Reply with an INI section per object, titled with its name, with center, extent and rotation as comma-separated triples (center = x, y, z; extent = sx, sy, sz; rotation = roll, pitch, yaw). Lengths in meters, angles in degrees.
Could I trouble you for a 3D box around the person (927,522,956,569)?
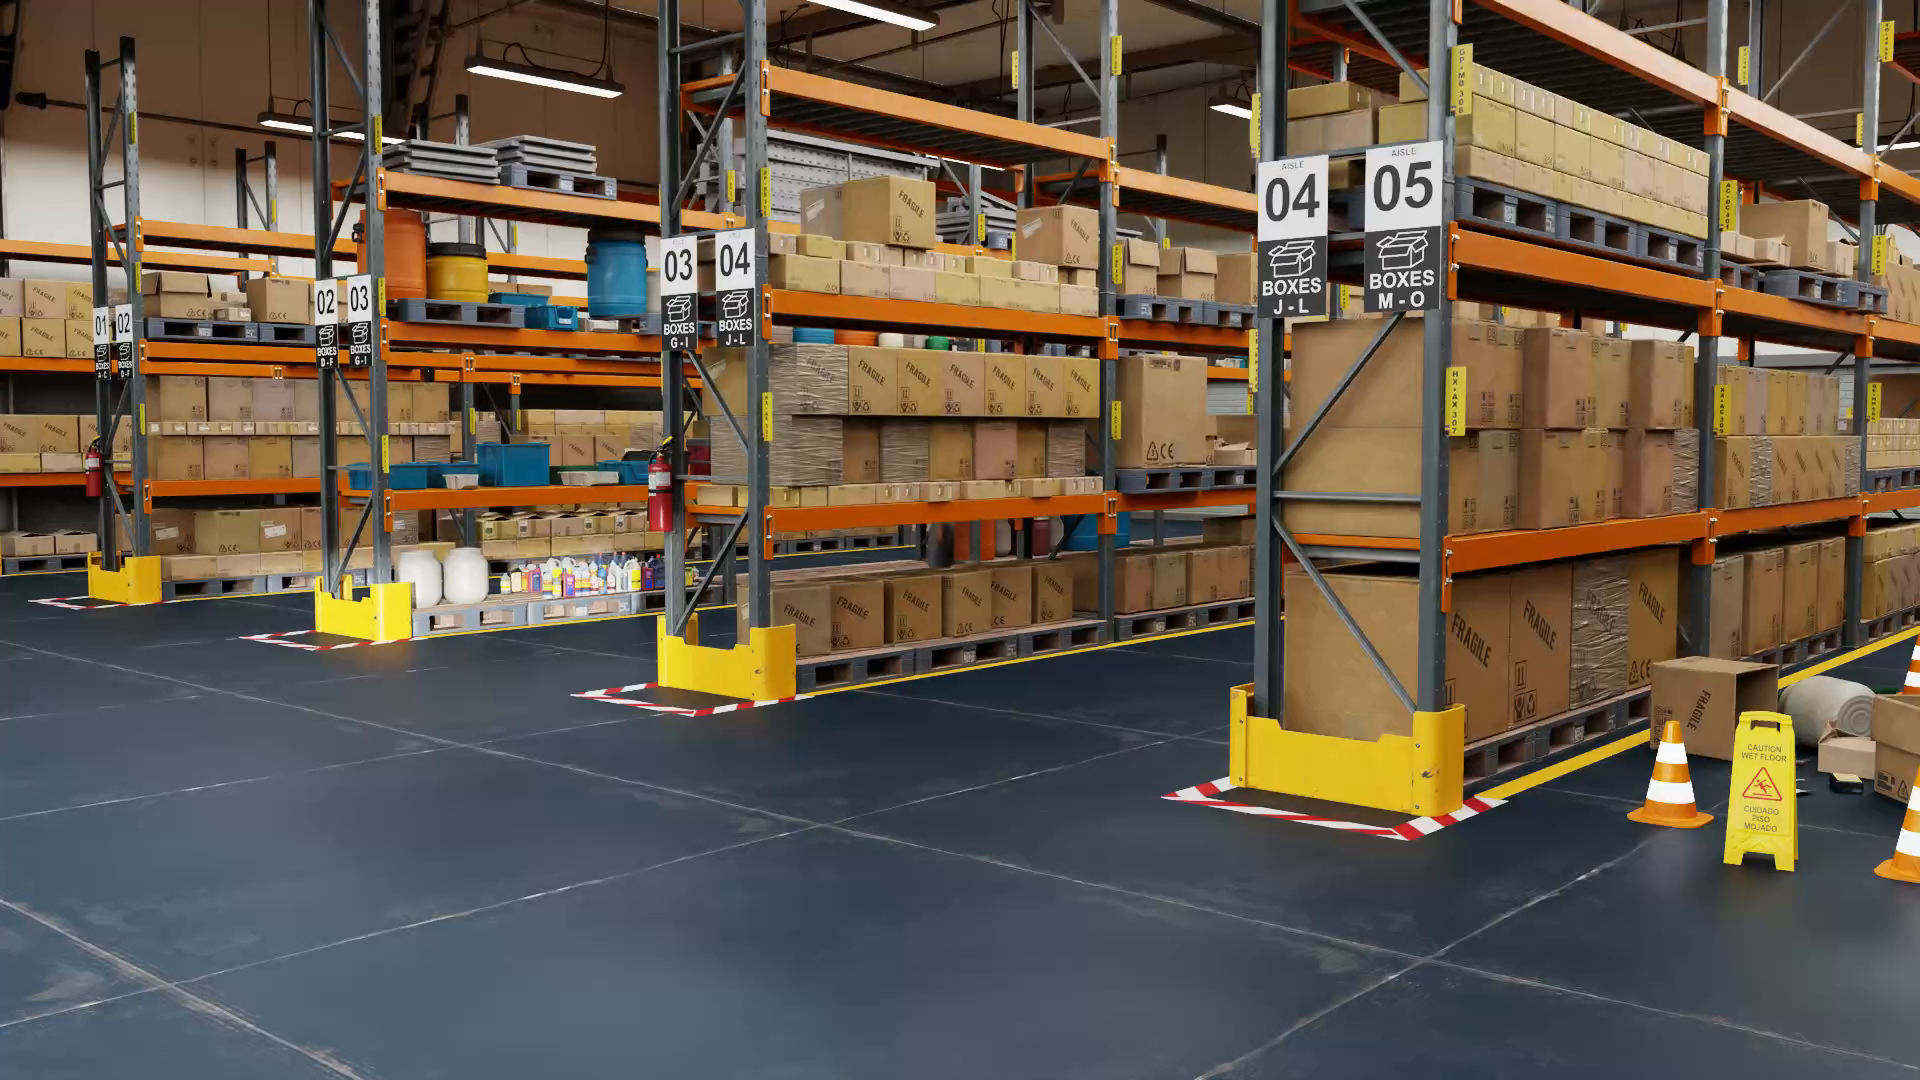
[person]
center = -0.220, -0.107, 17.090
extent = 0.533, 1.657, 0.495
rotation = 0, 4, -4
